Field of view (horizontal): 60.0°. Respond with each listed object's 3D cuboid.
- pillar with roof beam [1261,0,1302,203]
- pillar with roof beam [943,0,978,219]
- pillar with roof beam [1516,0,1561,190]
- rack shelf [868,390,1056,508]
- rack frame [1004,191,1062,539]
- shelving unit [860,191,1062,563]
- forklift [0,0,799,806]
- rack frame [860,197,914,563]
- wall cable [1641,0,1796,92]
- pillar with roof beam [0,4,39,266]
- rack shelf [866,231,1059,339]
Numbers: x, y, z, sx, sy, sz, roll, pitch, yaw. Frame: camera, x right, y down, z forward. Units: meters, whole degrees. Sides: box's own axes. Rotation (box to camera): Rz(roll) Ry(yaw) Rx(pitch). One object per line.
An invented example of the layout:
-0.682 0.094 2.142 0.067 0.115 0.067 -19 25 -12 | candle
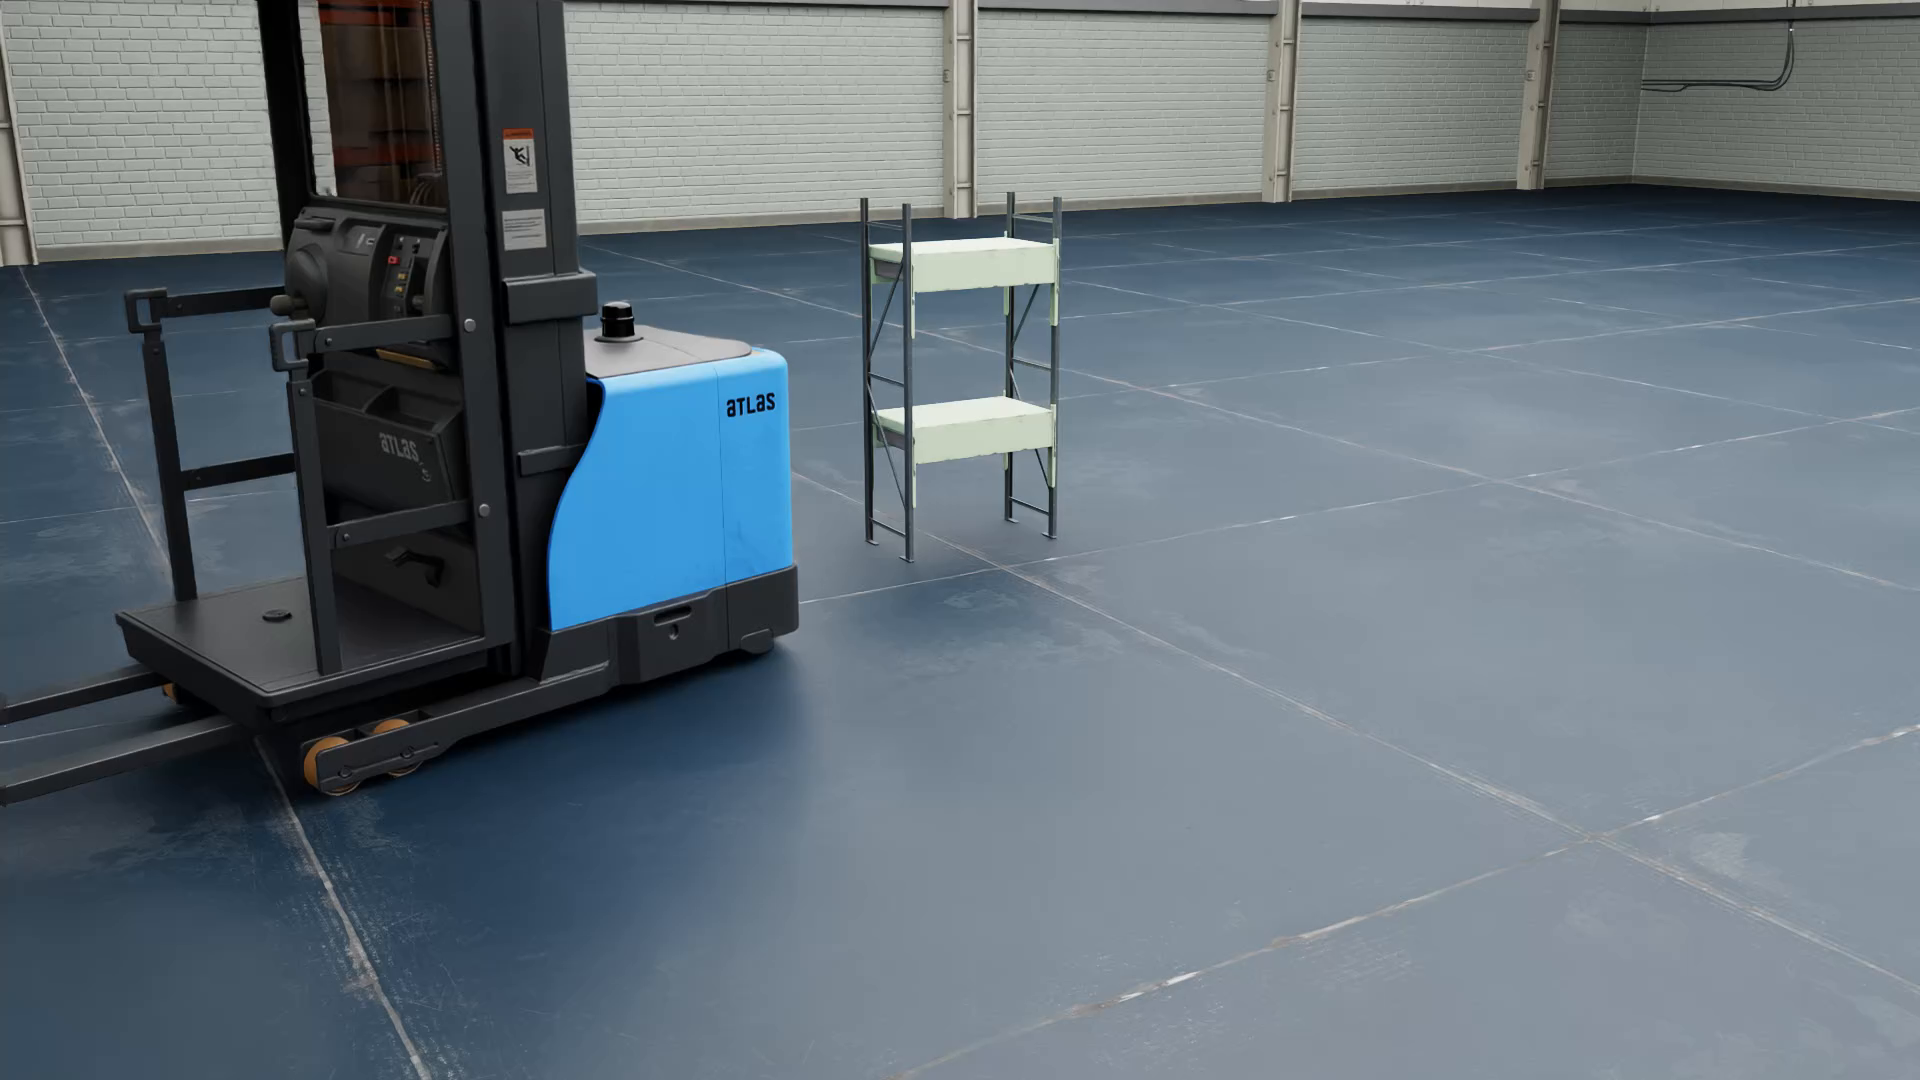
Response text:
7.362 -8.849 22.305 0.400 9.000 9.100 -9 18 -30 | pillar with roof beam
2.219 -8.015 19.329 0.400 9.000 9.100 -9 18 -30 | pillar with roof beam
12.505 -9.683 25.280 0.400 9.000 9.100 -9 18 -30 | pillar with roof beam
0.006 -0.409 7.299 0.720 0.370 0.431 -9 18 -30 | rack shelf
0.319 -0.774 7.392 0.023 1.500 0.400 -9 18 -30 | rack frame
0.006 -0.723 7.211 0.755 1.500 0.431 -9 18 -30 | shelving unit
-1.965 -0.831 4.943 1.130 2.935 3.031 14 21 42 | forklift
-0.308 -0.672 7.029 0.023 1.500 0.400 -9 18 -30 | rack frame
13.494 -9.287 29.622 0.112 2.526 3.097 -9 18 -30 | wall cable
-8.067 -6.347 13.379 0.400 9.000 9.100 -9 18 -30 | pillar with roof beam
0.006 -1.099 7.105 0.720 0.370 0.431 -9 18 -30 | rack shelf
